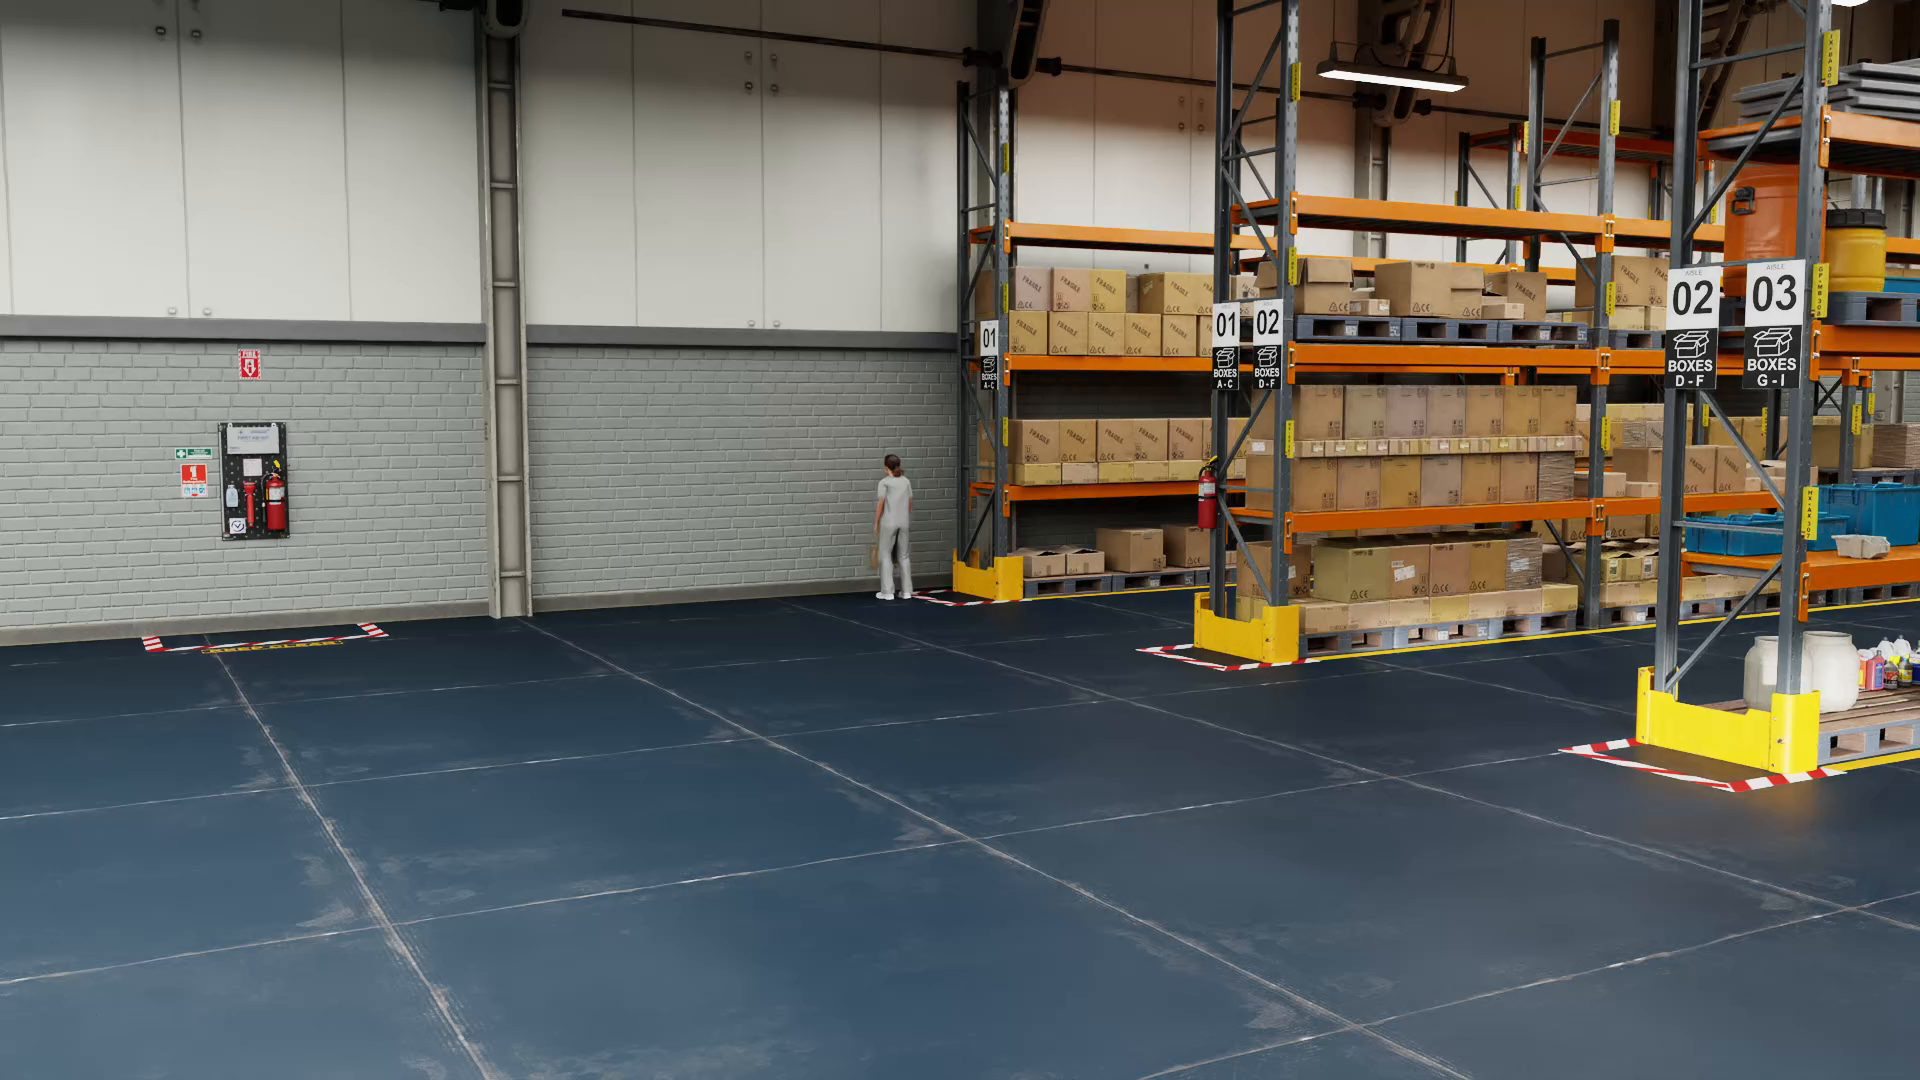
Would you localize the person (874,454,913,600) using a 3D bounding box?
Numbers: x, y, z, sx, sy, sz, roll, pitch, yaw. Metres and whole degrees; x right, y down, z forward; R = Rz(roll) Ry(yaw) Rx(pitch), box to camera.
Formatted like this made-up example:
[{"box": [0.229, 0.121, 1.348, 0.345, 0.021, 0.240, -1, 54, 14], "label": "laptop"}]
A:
[{"box": [-0.763, -0.155, 19.185, 0.476, 1.675, 0.363, -3, 6, -30], "label": "person"}]
